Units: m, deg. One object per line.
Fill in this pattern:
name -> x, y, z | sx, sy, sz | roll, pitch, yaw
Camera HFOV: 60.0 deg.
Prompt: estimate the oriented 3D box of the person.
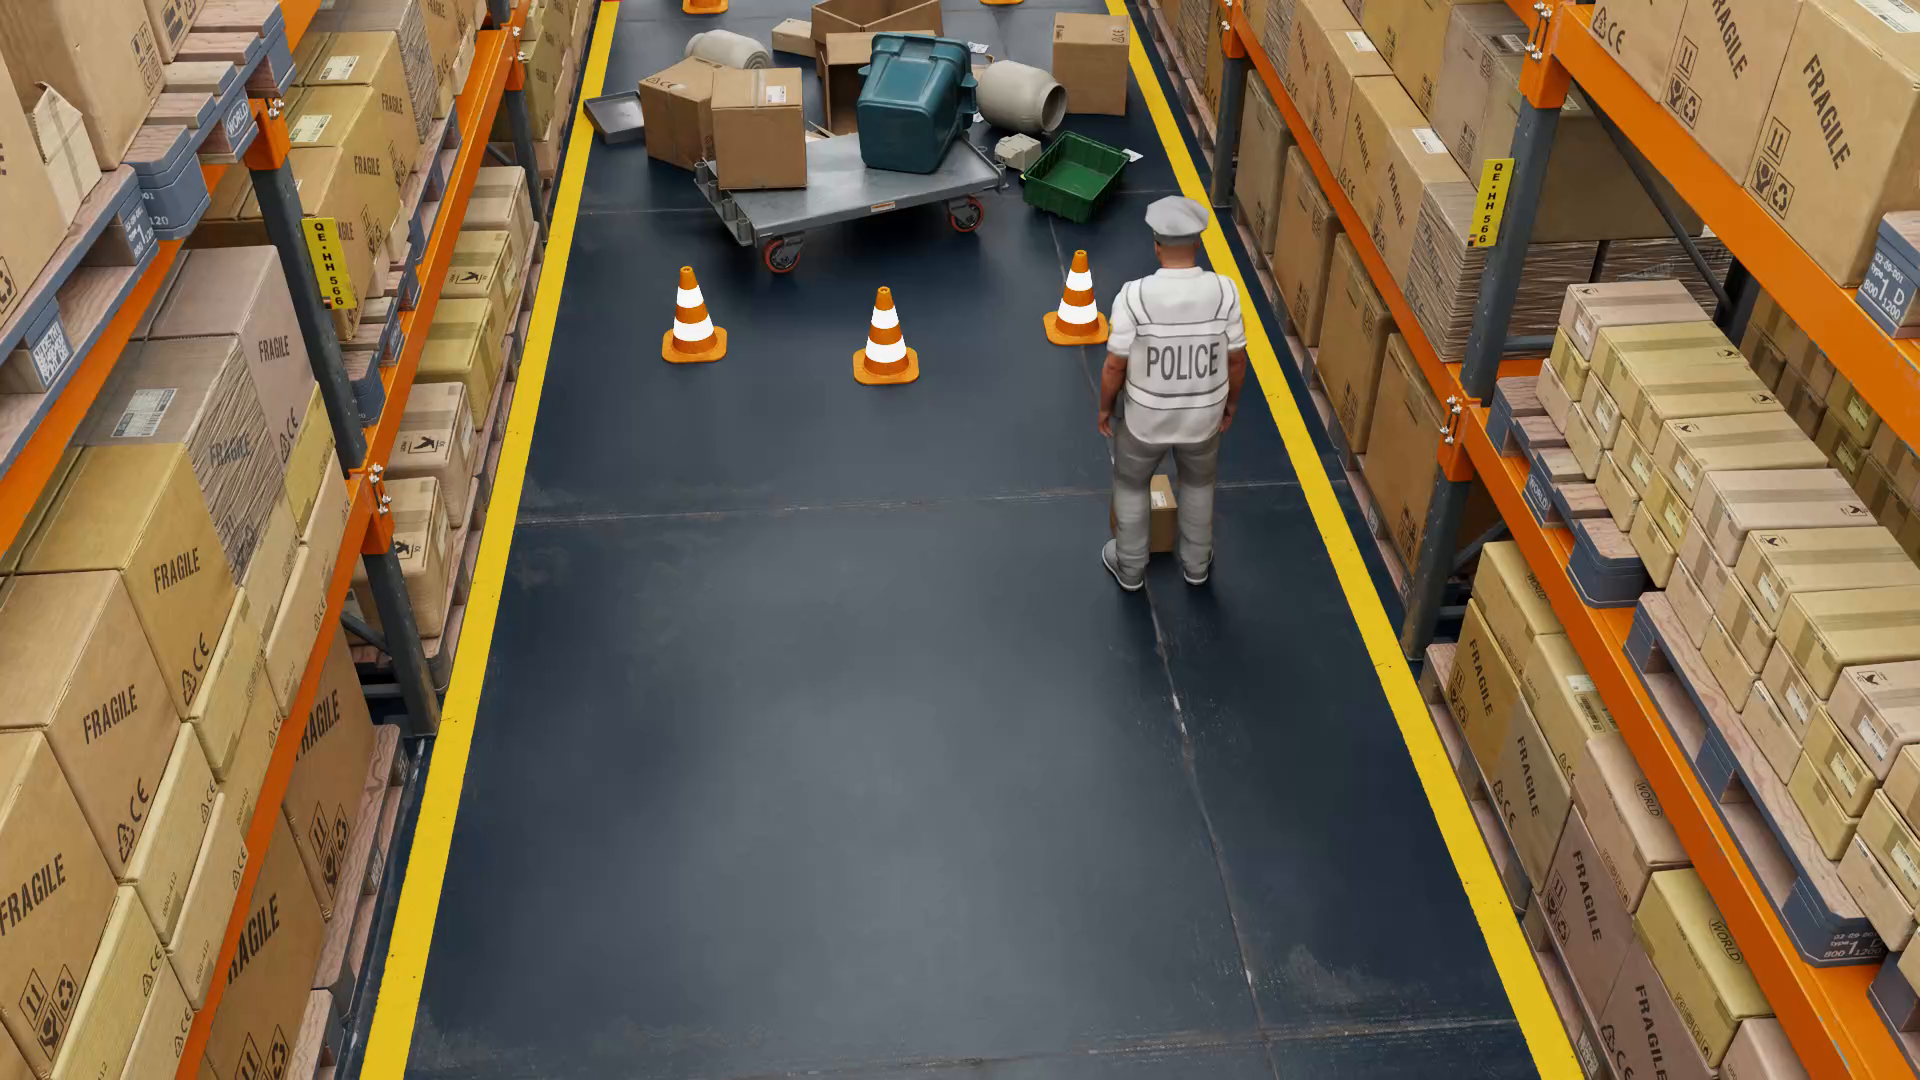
person -> 0.858, -0.530, 6.805 | 0.587, 1.748, 0.437 | -3, 39, -4
